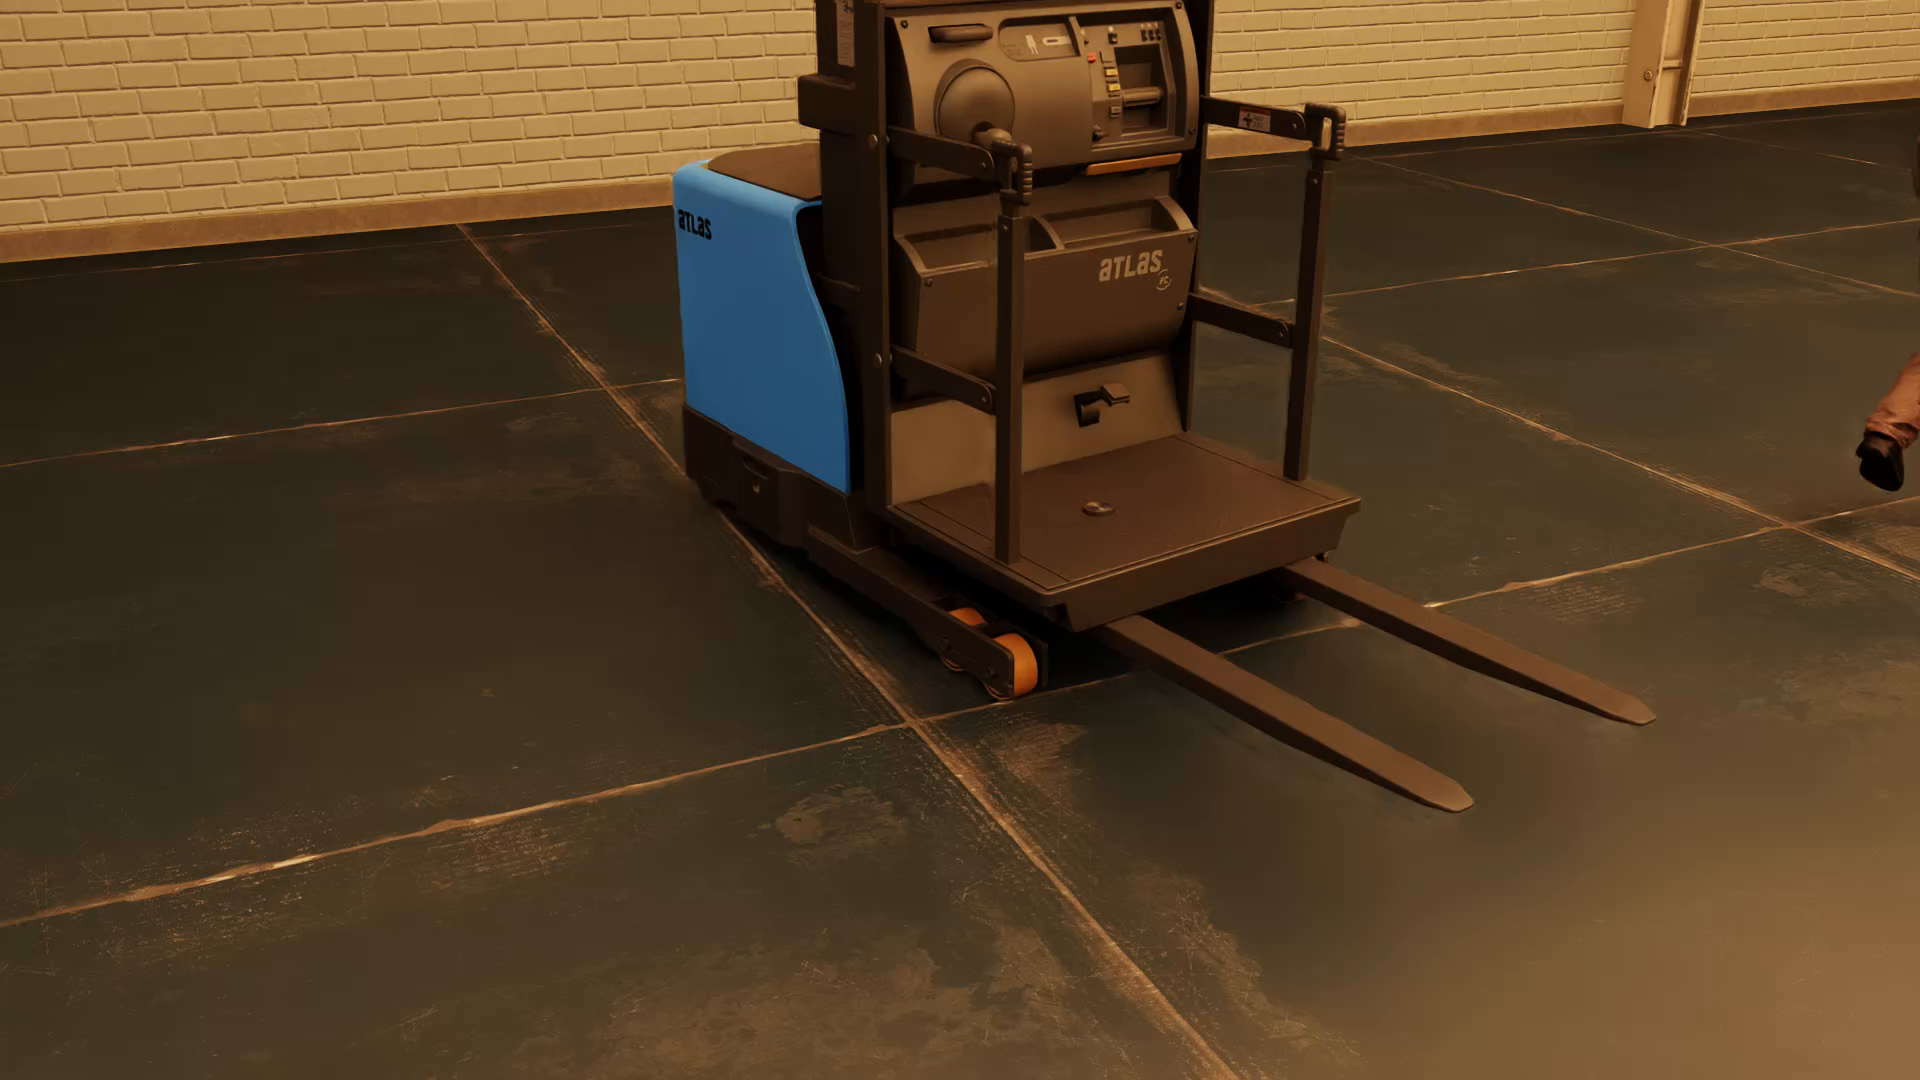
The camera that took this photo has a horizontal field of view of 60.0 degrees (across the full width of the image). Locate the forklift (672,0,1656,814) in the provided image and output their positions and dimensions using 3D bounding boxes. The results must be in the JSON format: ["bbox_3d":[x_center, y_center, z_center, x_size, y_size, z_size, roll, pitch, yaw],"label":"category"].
[{"bbox_3d":[0.364,-1.164,4.088,1.130,2.935,3.031,-15,27,-32],"label":"forklift"}]

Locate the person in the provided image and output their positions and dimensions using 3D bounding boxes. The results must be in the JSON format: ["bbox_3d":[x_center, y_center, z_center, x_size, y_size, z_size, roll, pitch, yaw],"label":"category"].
[{"bbox_3d":[3.104,-0.852,4.945,0.473,1.698,0.699,-10,24,-22],"label":"person"}]
